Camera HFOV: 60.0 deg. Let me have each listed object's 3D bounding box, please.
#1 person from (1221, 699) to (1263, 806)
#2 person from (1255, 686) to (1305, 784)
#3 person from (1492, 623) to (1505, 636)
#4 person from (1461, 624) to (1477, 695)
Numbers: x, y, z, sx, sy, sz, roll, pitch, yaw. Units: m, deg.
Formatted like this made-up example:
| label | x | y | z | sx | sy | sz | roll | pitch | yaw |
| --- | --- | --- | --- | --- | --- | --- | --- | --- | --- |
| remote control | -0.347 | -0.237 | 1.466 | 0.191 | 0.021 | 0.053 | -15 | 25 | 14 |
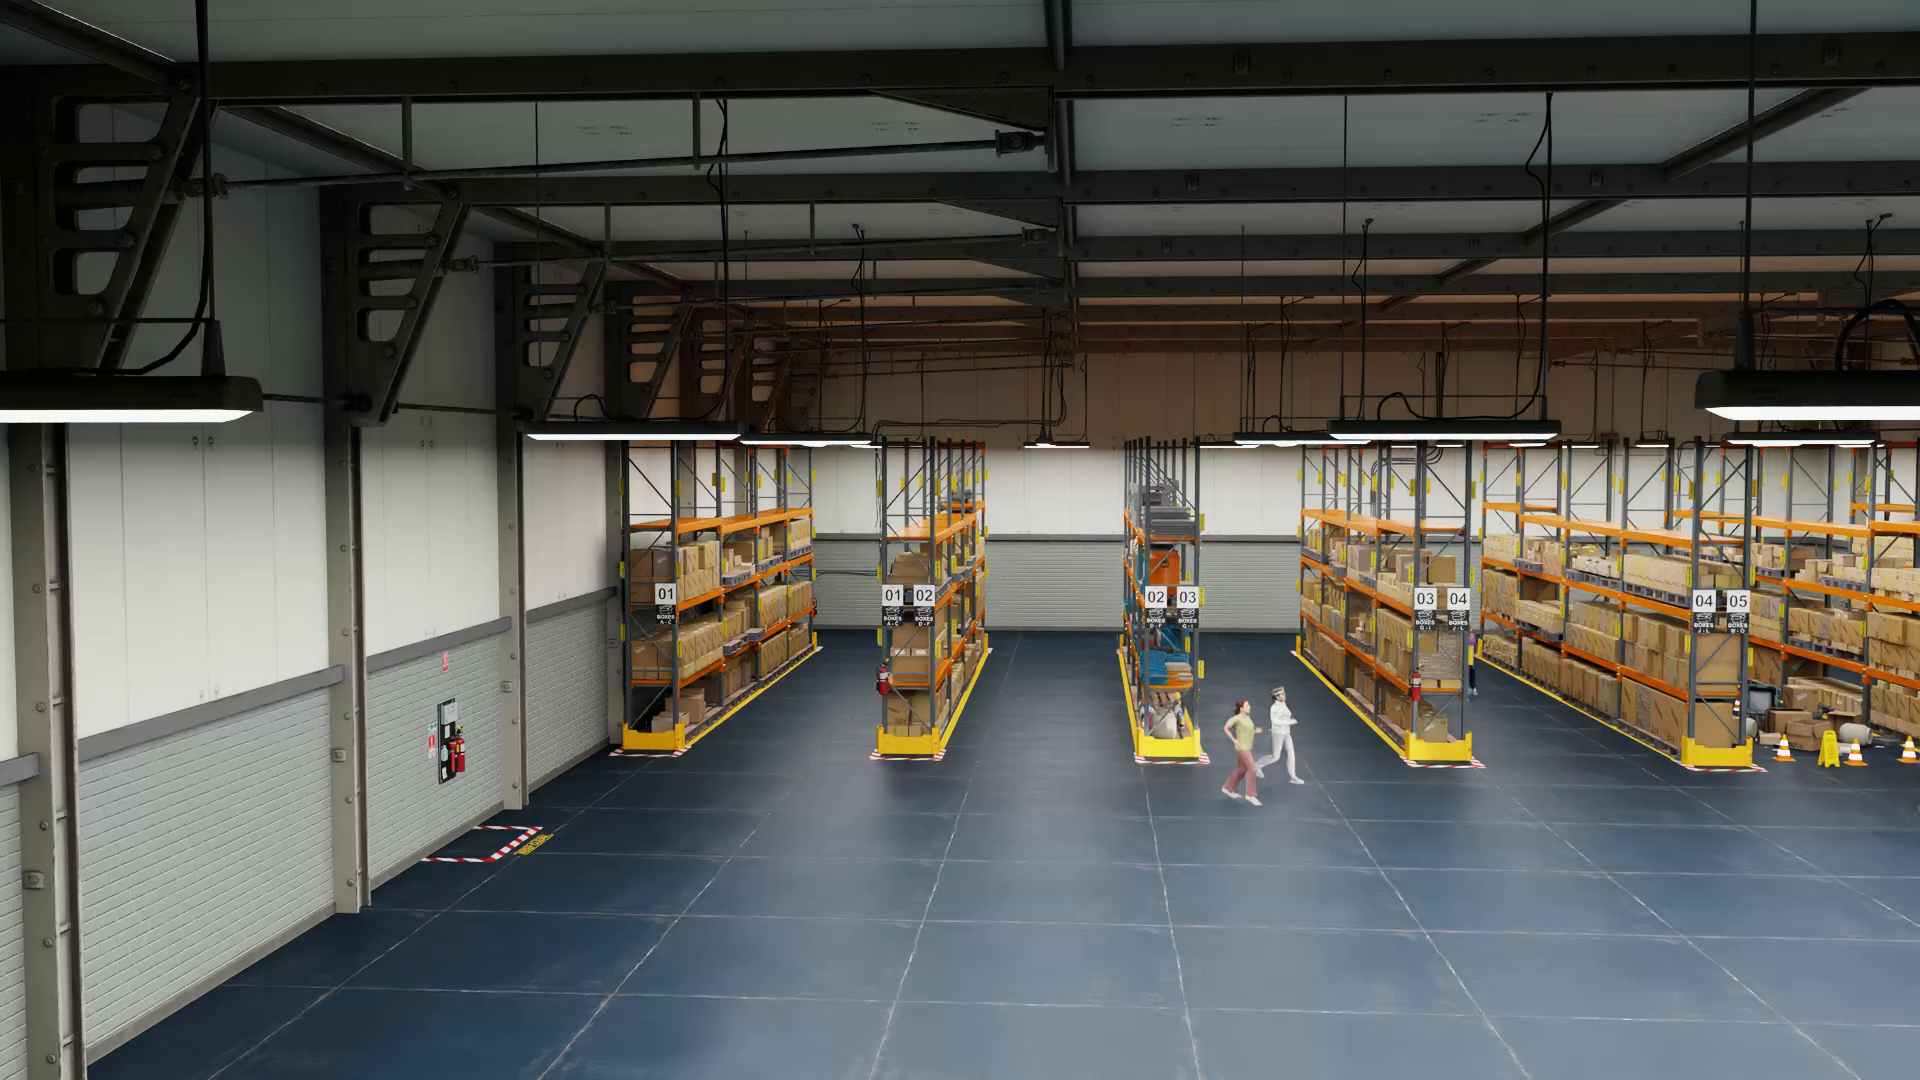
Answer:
| label | x | y | z | sx | sy | sz | roll | pitch | yaw |
| --- | --- | --- | --- | --- | --- | --- | --- | --- | --- |
| person | 4.588 | 3.435 | 27.051 | 0.729 | 1.720 | 0.563 | 2 | 4 | 29 |
| person | 5.480 | 3.334 | 28.561 | 0.920 | 1.665 | 0.586 | 2 | 4 | 34 |
| person | 15.451 | 2.393 | 47.505 | 0.688 | 1.643 | 0.660 | 1 | 3 | 24 |
| person | 12.003 | 2.800 | 39.367 | 0.544 | 1.631 | 0.794 | 0 | 3 | -8 |
